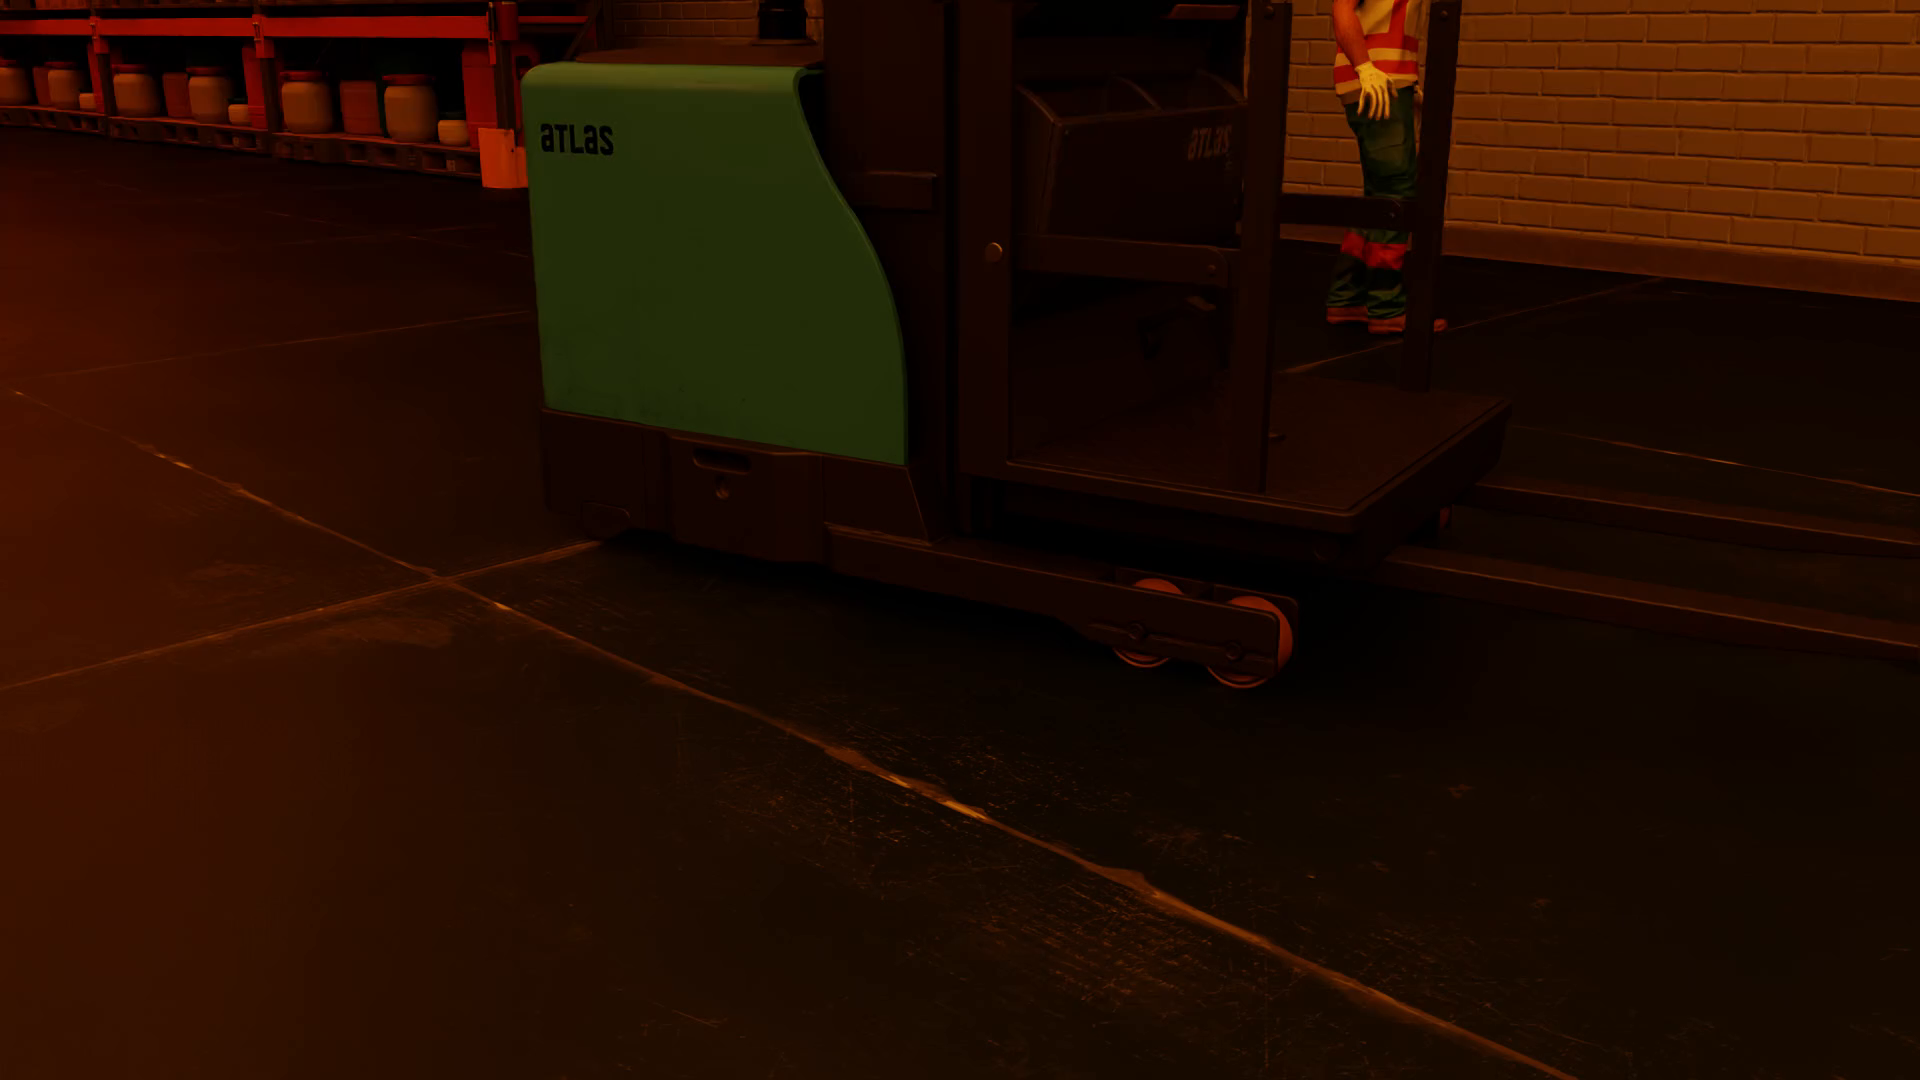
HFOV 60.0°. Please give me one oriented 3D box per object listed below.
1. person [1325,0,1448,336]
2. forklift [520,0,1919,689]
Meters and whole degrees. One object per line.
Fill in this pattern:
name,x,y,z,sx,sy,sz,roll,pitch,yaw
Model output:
person,1.697,-1.697,6.396,0.512,1.772,0.757,6,18,19
forklift,0.543,-1.309,3.165,3.031,2.935,1.130,10,20,30
